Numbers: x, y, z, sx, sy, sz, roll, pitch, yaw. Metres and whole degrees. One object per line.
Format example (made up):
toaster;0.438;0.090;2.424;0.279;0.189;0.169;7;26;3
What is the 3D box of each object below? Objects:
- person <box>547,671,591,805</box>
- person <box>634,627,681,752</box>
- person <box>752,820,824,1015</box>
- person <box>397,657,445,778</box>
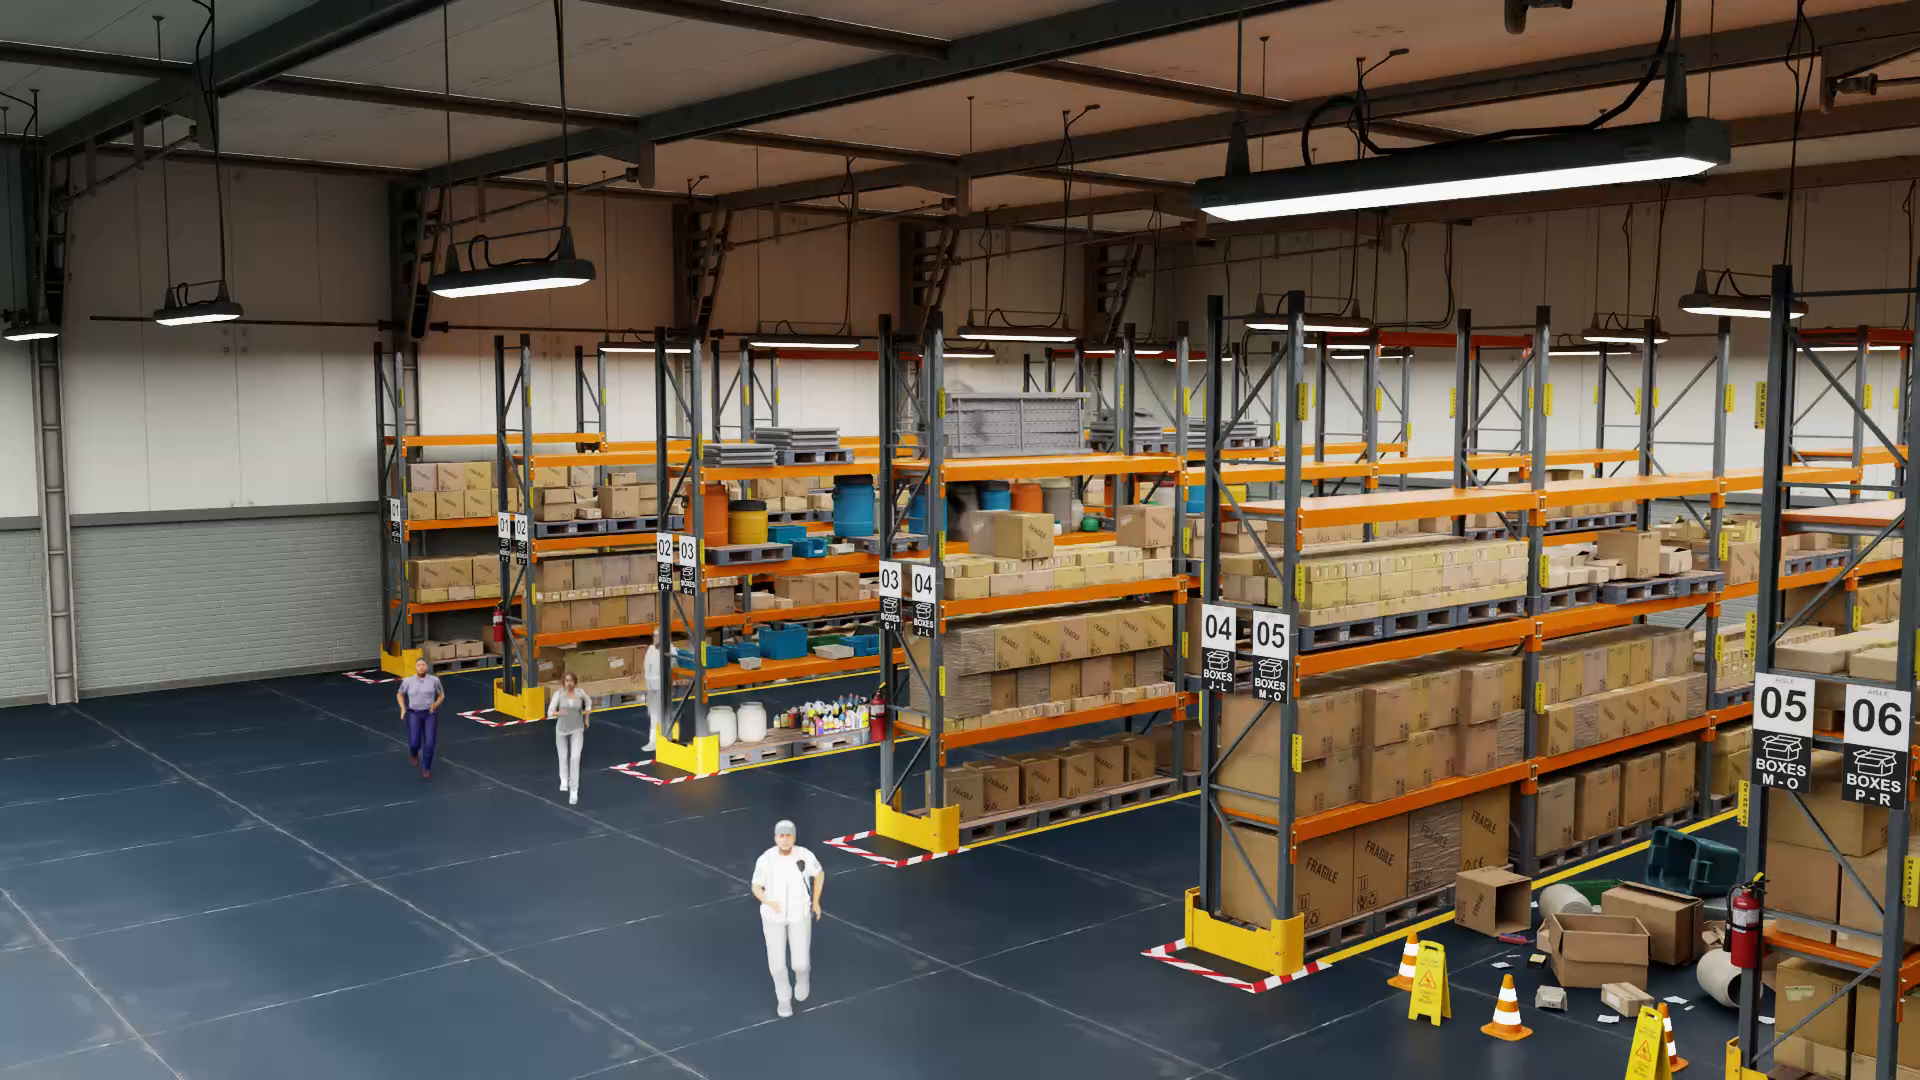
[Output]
person;-4.910;2.438;20.925;0.526;1.619;0.821;-1;5;-10
person;-4.302;2.116;24.007;0.664;1.769;0.863;4;6;35
person;-1.411;3.115;13.664;0.599;1.628;0.529;0;5;-5
person;-7.152;2.362;22.108;0.607;1.603;0.547;-2;6;-21
